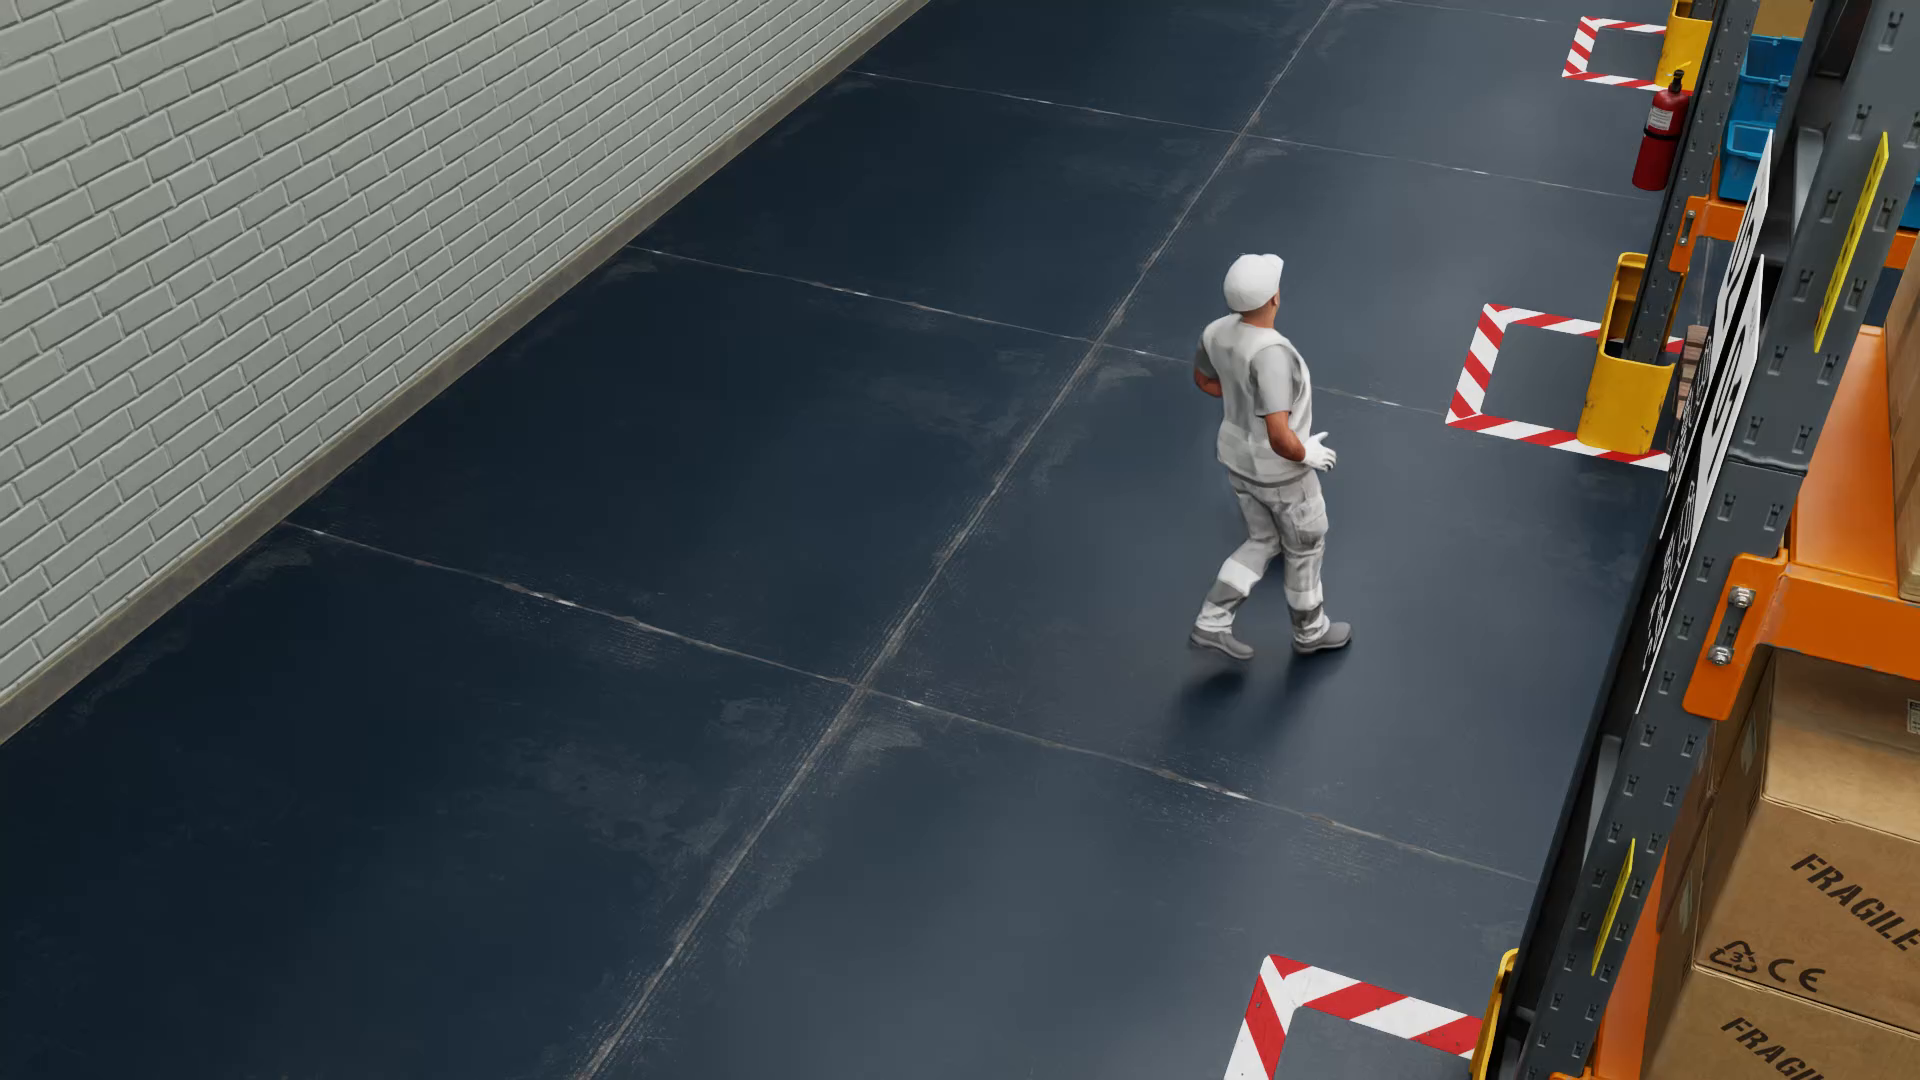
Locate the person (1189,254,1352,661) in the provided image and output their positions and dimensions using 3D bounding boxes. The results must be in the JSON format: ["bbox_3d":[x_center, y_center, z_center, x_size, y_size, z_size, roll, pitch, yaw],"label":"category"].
[{"bbox_3d":[1.205,-0.325,6.573,0.757,1.754,0.679,-19,41,-24],"label":"person"}]
